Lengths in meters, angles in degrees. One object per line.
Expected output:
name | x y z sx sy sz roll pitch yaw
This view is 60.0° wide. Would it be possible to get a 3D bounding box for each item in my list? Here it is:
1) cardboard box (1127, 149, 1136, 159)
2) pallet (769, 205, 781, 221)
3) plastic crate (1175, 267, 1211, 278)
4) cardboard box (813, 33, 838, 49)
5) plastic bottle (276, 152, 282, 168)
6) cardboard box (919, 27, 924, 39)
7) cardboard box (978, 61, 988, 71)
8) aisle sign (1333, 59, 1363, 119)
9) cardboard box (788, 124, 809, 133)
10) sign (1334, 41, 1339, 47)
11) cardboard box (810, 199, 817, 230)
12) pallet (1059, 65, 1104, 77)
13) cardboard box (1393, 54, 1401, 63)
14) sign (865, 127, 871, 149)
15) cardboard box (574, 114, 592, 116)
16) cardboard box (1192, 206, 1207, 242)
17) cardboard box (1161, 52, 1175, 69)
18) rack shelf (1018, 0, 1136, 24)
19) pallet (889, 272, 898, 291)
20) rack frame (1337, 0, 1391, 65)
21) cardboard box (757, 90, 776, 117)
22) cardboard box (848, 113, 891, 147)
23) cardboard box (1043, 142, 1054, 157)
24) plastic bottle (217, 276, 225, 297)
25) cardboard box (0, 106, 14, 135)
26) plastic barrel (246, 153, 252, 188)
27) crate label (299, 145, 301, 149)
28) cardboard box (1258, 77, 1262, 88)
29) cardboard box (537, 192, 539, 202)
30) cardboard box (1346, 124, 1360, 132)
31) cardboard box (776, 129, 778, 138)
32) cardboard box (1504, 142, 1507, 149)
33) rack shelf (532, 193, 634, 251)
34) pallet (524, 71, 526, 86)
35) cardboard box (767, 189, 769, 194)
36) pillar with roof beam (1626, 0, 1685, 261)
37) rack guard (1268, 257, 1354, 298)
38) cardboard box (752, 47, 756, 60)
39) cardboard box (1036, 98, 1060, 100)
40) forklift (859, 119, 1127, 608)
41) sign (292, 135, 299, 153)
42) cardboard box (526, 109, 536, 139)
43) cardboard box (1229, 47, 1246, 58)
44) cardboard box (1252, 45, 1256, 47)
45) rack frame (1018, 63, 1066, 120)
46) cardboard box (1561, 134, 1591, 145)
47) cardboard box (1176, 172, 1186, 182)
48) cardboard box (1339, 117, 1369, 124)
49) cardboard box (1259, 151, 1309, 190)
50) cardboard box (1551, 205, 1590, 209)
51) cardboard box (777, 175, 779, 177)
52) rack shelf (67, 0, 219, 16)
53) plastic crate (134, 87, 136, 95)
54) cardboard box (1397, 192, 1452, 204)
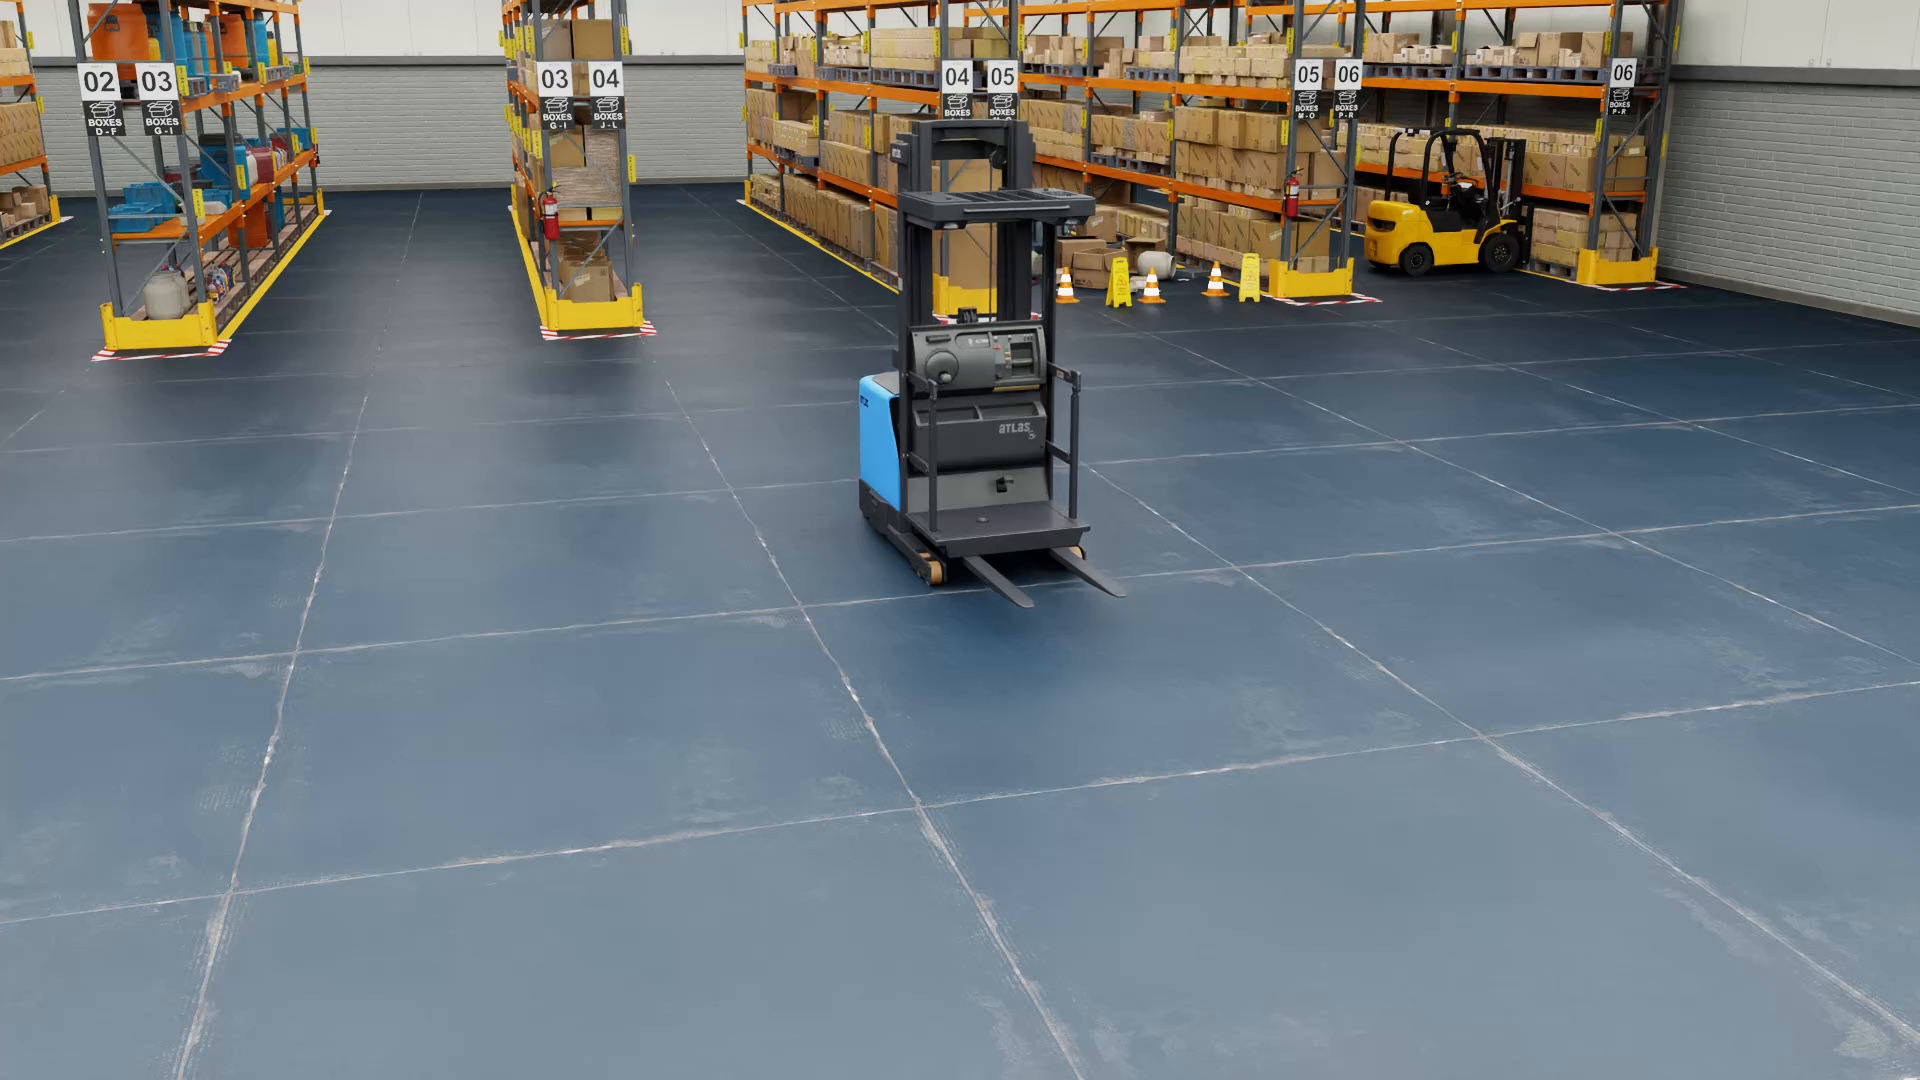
cardboard box | 3.078 -6.626 28.502 0.380 0.149 0.250 -4 17 -14
pallet | -3.280 -6.635 33.674 1.003 0.211 1.213 -5 17 -15
plastic crate | 3.512 -4.097 25.451 0.402 0.080 0.583 -12 20 -34
cardboard box | -2.323 -8.624 28.728 0.396 0.266 0.258 -5 17 -15
plastic bottle | -11.962 -6.648 29.086 0.152 0.276 0.135 -5 17 -15
cardboard box | -0.320 -6.622 21.715 0.380 0.149 0.250 -4 17 -14
cardboard box | 0.451 -6.154 21.543 0.380 0.149 0.250 -5 17 -15
aisle sign | 5.284 -6.140 22.660 0.394 0.787 0.004 -5 17 -15
cardboard box | -2.961 -7.576 30.632 0.380 0.149 0.250 -4 17 -14
sign | 7.019 -9.136 31.039 0.100 0.325 0.005 -5 17 -15
cardboard box | -2.394 -5.846 29.816 0.500 0.500 0.500 -5 17 -16
pallet | 2.542 -8.620 30.550 1.213 0.211 1.003 -4 17 -13
cardboard box | 7.835 -8.446 29.175 0.380 0.149 0.250 -5 17 -16
sign | -1.381 -6.046 24.990 0.100 0.325 0.005 -5 17 -15
cardboard box | -5.132 -5.639 23.081 0.500 0.500 0.500 -5 17 -15
cardboard box | 3.930 -4.906 25.815 0.500 0.500 0.500 -4 17 -13
cardboard box | 3.569 -7.710 26.722 0.500 0.250 0.500 -5 17 -16
rack shelf | 2.220 -9.991 31.515 1.077 0.370 4.000 -5 17 -15
pallet | -0.390 -3.685 23.851 1.003 0.211 1.213 -5 17 -15
rack frame | 7.542 -10.367 30.823 1.000 3.000 0.127 -5 17 -15
cardboard box | -3.882 -8.993 34.246 0.500 0.500 0.500 -5 18 -17
cardboard box | -1.424 -6.660 26.998 0.700 0.500 0.500 -5 17 -16
cardboard box | 1.936 -7.567 32.191 0.500 0.250 0.500 -5 17 -16
plastic bottle | -9.698 -3.321 21.772 0.097 0.271 0.097 0 17 0
cardboard box | -17.526 -7.605 30.145 0.500 0.500 0.500 -5 17 -17
plastic barrel | -10.794 -5.489 24.774 0.433 0.535 0.433 0 17 0
crate label | -13.155 -7.673 32.636 0.396 0.136 0.243 -5 17 -15
cardboard box | 4.456 -6.498 23.593 0.380 0.149 0.250 -5 17 -15
cardboard box | -5.631 -4.729 22.918 0.380 0.149 0.250 -5 17 -15
cardboard box | 7.421 -7.667 30.962 0.380 0.149 0.250 -4 17 -14
cardboard box | -3.322 -7.794 31.874 0.380 0.149 0.250 -5 17 -16
cardboard box | 8.800 -6.281 26.346 0.380 0.149 0.250 -5 18 -17
rack shelf | -5.110 -4.313 22.346 1.077 0.370 4.000 -5 17 -15
pallet | -5.726 -6.736 24.276 1.213 0.211 1.003 -5 17 -15
cardboard box | -3.845 -7.349 34.911 0.380 0.149 0.250 -4 17 -12
pillar with roof beam | 6.276 -8.078 23.201 9.100 9.000 0.400 -5 17 -15
rack guard | 4.948 -3.711 23.439 1.175 0.500 0.348 -5 17 -15
cardboard box | -4.018 -10.071 34.443 0.500 0.250 0.500 -4 17 -15
cardboard box | 1.773 -8.884 34.403 0.500 0.500 0.500 -5 17 -15
forklift | 0.204 -1.234 10.964 1.130 2.935 3.031 -6 18 -18
sign | -12.091 -7.207 30.251 0.100 0.325 0.005 -5 17 -15
cardboard box | -7.120 -7.229 28.887 0.797 0.503 0.637 -4 17 -14
cardboard box | 4.138 -7.077 24.136 0.380 0.149 0.250 -4 17 -14
cardboard box | 6.244 -10.123 34.239 0.380 0.149 0.250 -4 17 -14
rack frame | 1.671 -8.207 34.059 1.000 3.000 0.127 -5 17 -15
cardboard box | 9.243 -6.000 24.896 0.380 0.149 0.250 -4 17 -14
cardboard box | 3.647 -5.761 26.354 0.380 0.149 0.250 -5 17 -16
cardboard box | 7.550 -7.898 32.126 0.500 0.500 0.500 -4 17 -13
cardboard box | 4.554 -5.206 23.379 0.500 0.500 0.500 -5 17 -16
cardboard box | 9.522 -5.069 25.925 0.500 0.250 0.500 -5 17 -16
cardboard box | -3.757 -7.814 35.944 0.380 0.149 0.250 -4 17 -14
rack shelf | -9.872 -6.603 20.237 1.077 0.370 4.000 -5 17 -15
plastic crate | -10.136 -5.645 20.345 0.392 0.384 0.575 -5 17 -15
cardboard box | 8.281 -5.810 29.478 0.875 0.625 0.625 -5 17 -16
